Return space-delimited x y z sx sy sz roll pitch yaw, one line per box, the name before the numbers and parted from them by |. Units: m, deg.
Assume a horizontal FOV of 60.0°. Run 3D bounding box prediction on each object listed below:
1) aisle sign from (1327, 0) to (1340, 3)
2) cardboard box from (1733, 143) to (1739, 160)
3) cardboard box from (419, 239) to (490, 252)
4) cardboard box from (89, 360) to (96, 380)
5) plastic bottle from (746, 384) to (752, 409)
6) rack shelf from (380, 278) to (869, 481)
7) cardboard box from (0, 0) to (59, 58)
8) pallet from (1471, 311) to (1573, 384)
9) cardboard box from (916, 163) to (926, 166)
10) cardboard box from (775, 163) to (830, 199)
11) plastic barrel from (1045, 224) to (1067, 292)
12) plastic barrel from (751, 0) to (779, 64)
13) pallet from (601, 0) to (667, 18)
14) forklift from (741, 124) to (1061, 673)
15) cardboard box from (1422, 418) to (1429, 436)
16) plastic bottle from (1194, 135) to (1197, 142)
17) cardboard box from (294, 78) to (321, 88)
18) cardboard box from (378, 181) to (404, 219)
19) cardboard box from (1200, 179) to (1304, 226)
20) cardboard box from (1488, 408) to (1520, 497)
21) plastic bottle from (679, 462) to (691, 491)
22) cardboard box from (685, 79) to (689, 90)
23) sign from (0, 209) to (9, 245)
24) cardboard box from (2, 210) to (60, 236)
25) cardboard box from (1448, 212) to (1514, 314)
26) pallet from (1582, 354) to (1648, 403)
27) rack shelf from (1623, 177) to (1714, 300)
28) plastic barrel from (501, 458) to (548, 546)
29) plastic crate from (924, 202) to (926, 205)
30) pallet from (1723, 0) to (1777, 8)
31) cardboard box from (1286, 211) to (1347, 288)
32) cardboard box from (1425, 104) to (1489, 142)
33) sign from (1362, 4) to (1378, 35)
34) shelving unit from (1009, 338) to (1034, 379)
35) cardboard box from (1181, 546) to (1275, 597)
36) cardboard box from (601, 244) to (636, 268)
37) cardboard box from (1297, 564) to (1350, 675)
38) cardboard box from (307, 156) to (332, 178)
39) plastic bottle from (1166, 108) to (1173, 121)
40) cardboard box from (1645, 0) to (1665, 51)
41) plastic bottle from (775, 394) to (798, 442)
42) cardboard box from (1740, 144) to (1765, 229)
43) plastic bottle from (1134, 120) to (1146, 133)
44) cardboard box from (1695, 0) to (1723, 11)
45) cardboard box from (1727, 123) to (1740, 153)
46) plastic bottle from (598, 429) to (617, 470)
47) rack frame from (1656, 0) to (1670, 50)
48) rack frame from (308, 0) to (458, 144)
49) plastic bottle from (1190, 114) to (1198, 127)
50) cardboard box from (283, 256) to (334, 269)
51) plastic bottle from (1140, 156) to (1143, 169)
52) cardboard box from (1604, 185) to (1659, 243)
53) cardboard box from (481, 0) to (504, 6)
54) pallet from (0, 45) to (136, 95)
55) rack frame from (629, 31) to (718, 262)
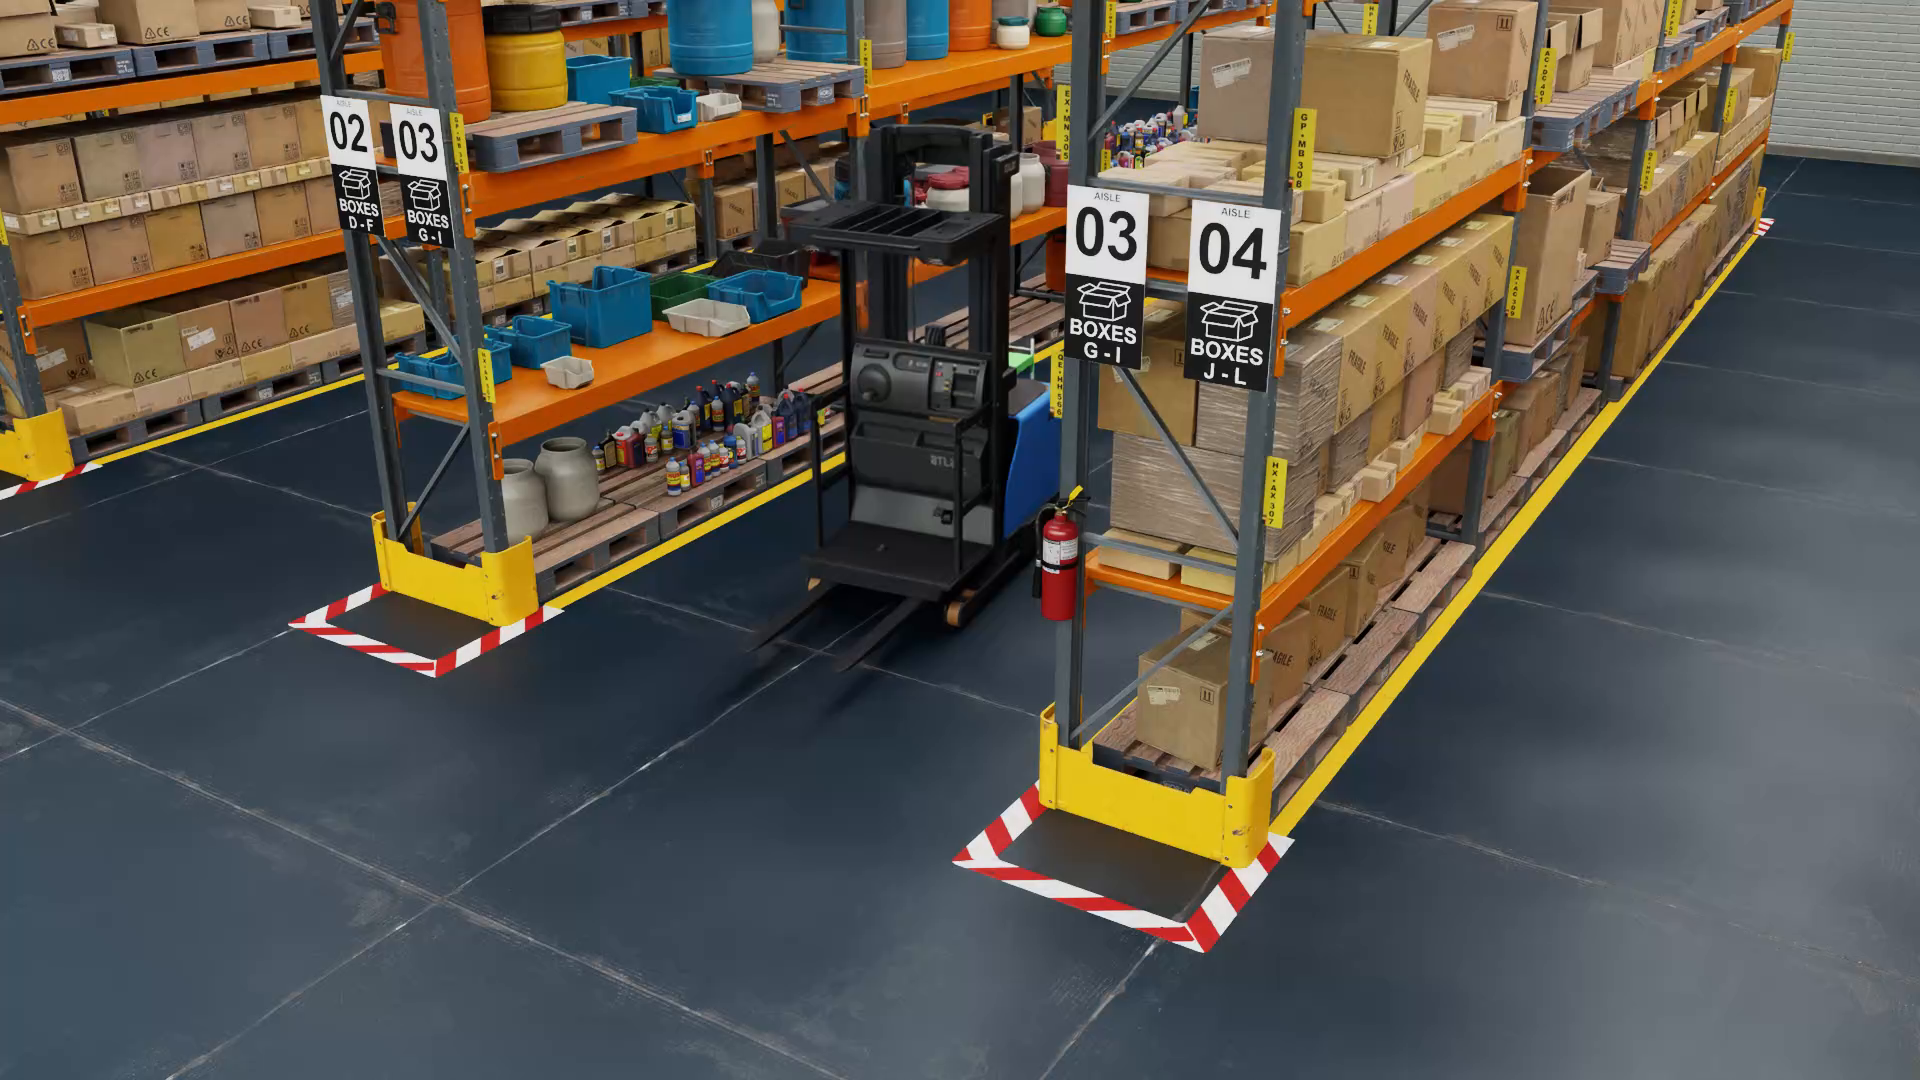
aisle sign | 4.949 -7.645 22.362 0.394 0.787 0.004 14 27 29
cardboard box | 8.248 -4.246 18.098 0.380 0.149 0.250 13 27 28
cardboard box | -5.134 -2.917 16.938 0.500 0.311 0.500 15 27 30
cardboard box | -7.198 -1.350 14.024 0.500 0.250 0.500 14 27 29
plastic bottle | -1.761 -1.183 13.676 0.097 0.201 0.097 0 23 0
rack shelf | -2.222 -1.310 11.906 1.077 0.370 4.000 14 27 29
cardboard box | -7.176 -3.879 12.323 0.797 0.503 0.637 16 28 33
pallet | 3.568 -1.417 11.489 1.003 0.211 1.213 14 27 29
cardboard box | -0.748 -5.119 22.630 0.500 0.311 0.500 14 27 29
cardboard box | -1.969 -4.377 20.677 0.500 0.500 0.500 13 27 27
plastic barrel | 1.187 -3.031 17.179 0.600 0.830 0.708 14 27 29
plastic barrel | -1.561 -3.832 12.380 0.421 0.512 0.421 0 23 0
pallet | -3.545 -5.747 17.711 1.213 0.211 1.003 15 28 31
forklift | -0.352 -0.992 10.351 1.130 2.935 3.031 10 25 22
cardboard box | 2.573 -0.709 9.929 0.380 0.149 0.250 14 27 29
plastic bottle | 2.552 -4.340 18.249 0.097 0.201 0.097 0 23 0
cardboard box | -7.985 -5.634 20.310 0.700 0.500 0.500 11 26 24
cardboard box | -5.602 -3.249 15.355 0.700 0.500 0.500 13 27 28
cardboard box | 1.273 -1.463 7.264 0.380 0.149 0.250 14 27 29
cardboard box | 3.651 -0.692 12.165 0.700 0.500 0.500 14 27 29
plastic bottle | -2.001 -0.465 12.016 0.097 0.201 0.097 0 23 0
cardboard box | -3.027 -5.179 19.284 0.700 0.500 0.500 5 24 11
sign | -7.015 -2.320 12.144 0.100 0.325 0.005 14 27 29
cardboard box | -7.093 -2.435 12.658 0.380 0.149 0.250 14 27 29
cardboard box | 3.037 -1.709 10.163 0.500 0.500 0.500 14 27 29
pallet | 5.631 -1.598 15.176 1.003 0.211 1.213 14 27 29
rack shelf | 6.206 -2.972 15.746 1.077 0.370 4.000 14 27 29
plastic barrel | -2.995 -0.254 11.165 0.421 0.512 0.421 0 23 0
plastic crate | -0.488 -2.865 14.859 0.450 0.188 0.662 14 27 29
pallet | 8.346 -5.997 18.164 1.003 0.211 1.213 14 27 29
cardboard box | 1.405 -1.344 7.491 0.500 0.250 0.500 15 27 30
cardboard box | 2.714 -2.325 9.257 0.380 0.149 0.250 13 27 27
sign | 2.568 -3.187 10.414 0.100 0.325 0.005 14 27 29
shelving unit | 0.329 -0.848 12.199 0.258 1.200 0.503 10 25 22
cardboard box | 1.284 0.142 7.963 0.380 0.149 0.250 14 27 29
cardboard box | -3.870 -3.063 17.982 0.500 0.250 0.500 15 27 30
cardboard box | 1.907 0.404 9.660 0.500 0.500 0.500 17 29 34
cardboard box | -5.740 -3.301 14.657 0.380 0.149 0.250 14 27 29
plastic bottle | 2.427 -4.883 19.400 0.061 0.283 0.133 14 27 29
cardboard box | 5.112 -4.066 12.835 0.500 0.500 0.500 15 27 30
plastic bottle | -1.363 -0.959 12.970 0.144 0.351 0.185 12 26 26
cardboard box | 9.101 -4.312 20.082 0.875 0.875 0.875 14 27 29
plastic bottle | 1.997 -4.570 18.686 0.152 0.276 0.135 14 27 29
cardboard box | 6.963 -5.395 16.006 0.700 0.500 0.500 15 27 30
cardboard box | 7.998 -4.316 17.758 0.500 0.250 0.500 14 27 29
plastic bottle | -2.634 -0.676 12.400 0.061 0.283 0.133 15 27 30
rack frame | 5.151 -5.381 12.852 1.000 3.000 0.127 14 27 29
rack frame | -3.277 -3.718 9.012 1.000 3.000 0.127 14 27 29
plastic bottle | 2.626 -4.582 18.620 0.144 0.351 0.185 14 27 29
cardboard box | -6.141 -2.368 15.434 0.500 0.500 0.500 14 27 29
plastic bottle | 1.845 -3.887 17.203 0.097 0.201 0.097 0 23 0
cardboard box | 5.638 -2.780 14.271 0.500 0.500 0.500 15 27 30
cardboard box | -4.753 -5.247 15.979 0.500 0.250 0.500 11 26 24
pallet | -7.088 -3.574 12.565 1.003 0.211 1.213 14 27 29
rack frame | -3.263 -4.705 18.842 1.000 3.000 0.127 14 27 29
